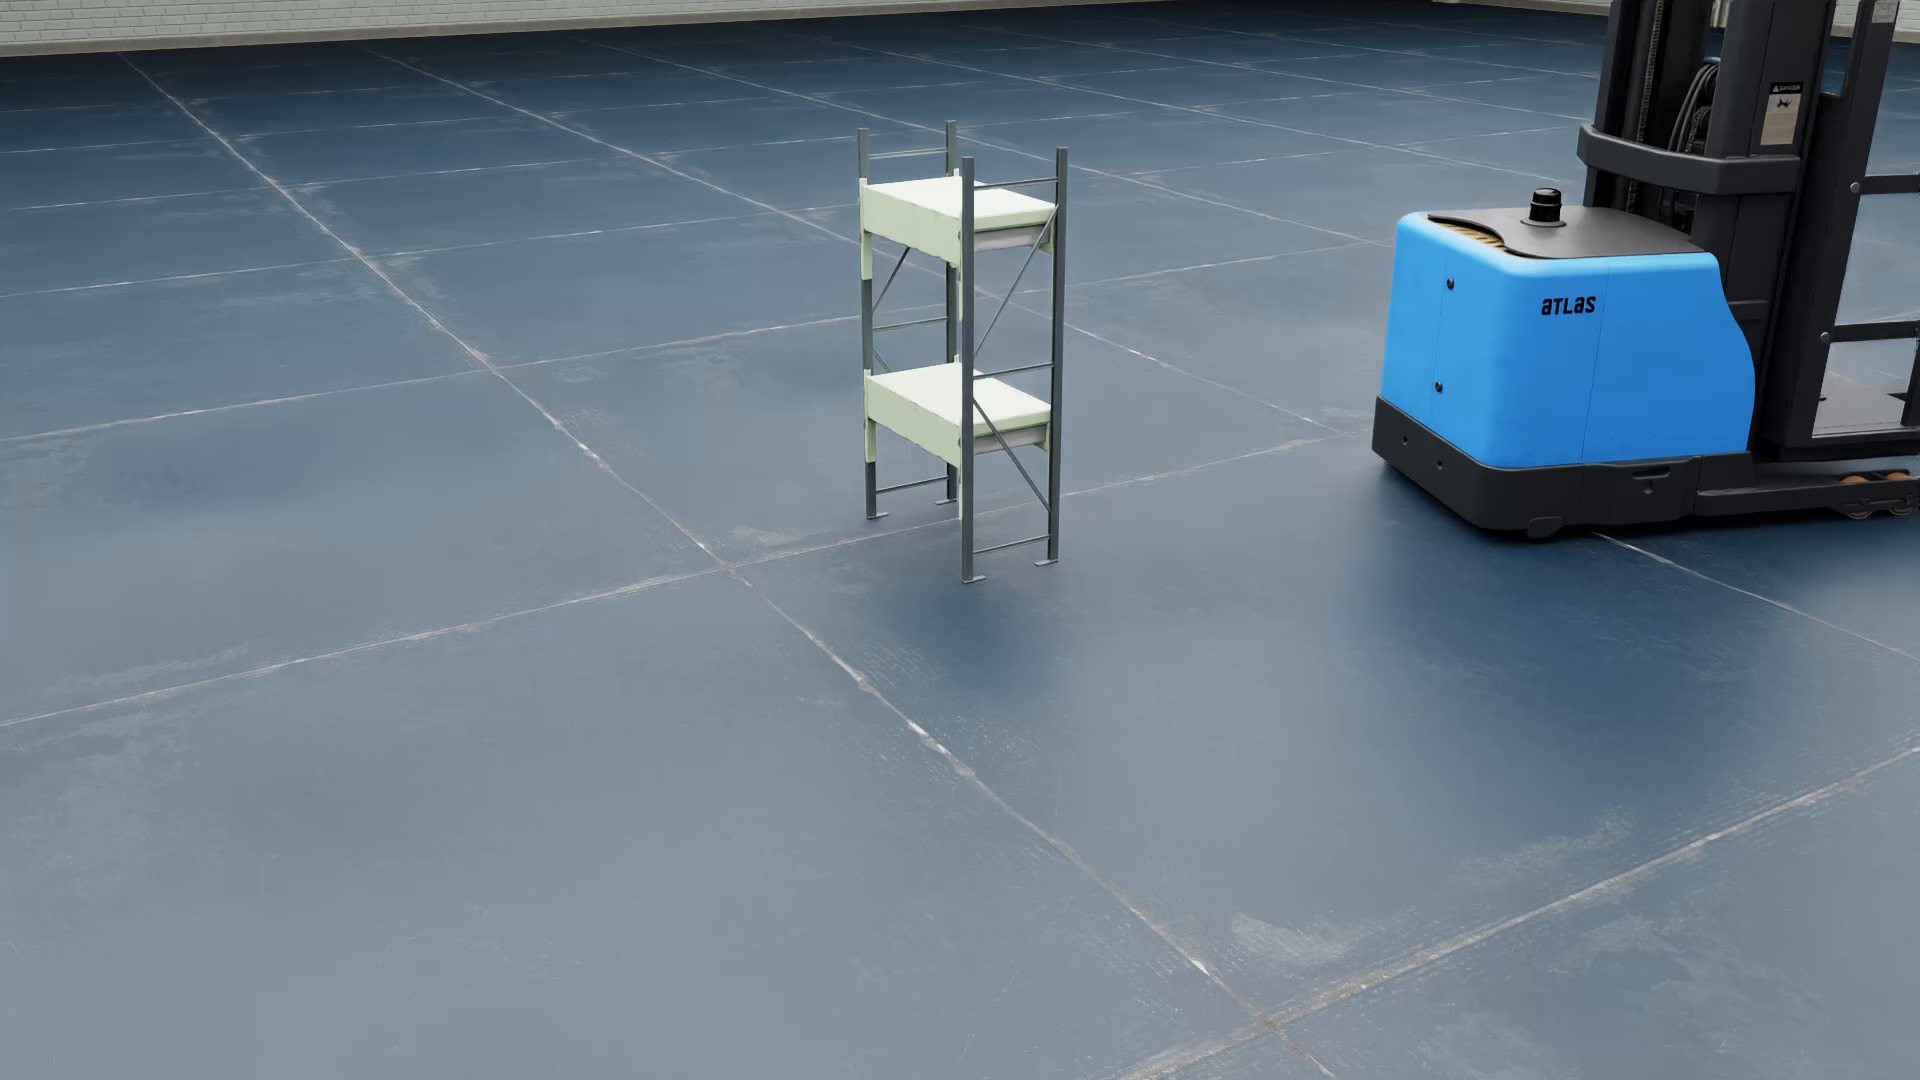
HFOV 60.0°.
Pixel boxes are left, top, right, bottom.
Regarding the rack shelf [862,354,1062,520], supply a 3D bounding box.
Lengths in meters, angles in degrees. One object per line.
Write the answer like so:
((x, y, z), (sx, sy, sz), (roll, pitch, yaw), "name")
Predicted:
((-0.003, -0.395, 6.157), (0.431, 0.370, 0.720), (-13, 25, -28), "rack shelf")

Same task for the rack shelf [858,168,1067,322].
((-0.003, -1.058, 5.887), (0.431, 0.370, 0.720), (-13, 25, -28), "rack shelf")

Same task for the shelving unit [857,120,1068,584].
((-0.003, -0.697, 6.034), (0.431, 1.500, 0.755), (-13, 25, -28), "shelving unit")

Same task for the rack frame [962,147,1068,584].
((0.184, -0.578, 5.743), (0.400, 1.500, 0.023), (-13, 25, -28), "rack frame")

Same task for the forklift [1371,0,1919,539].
((3.320, -1.629, 6.426), (3.031, 2.935, 1.130), (-5, 23, -11), "forklift")

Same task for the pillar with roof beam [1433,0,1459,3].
((5.332, -13.332, 27.162), (9.100, 9.000, 0.400), (-13, 25, -28), "pillar with roof beam")

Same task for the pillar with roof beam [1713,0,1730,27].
((8.397, -11.390, 22.383), (9.100, 9.000, 0.400), (-13, 25, -28), "pillar with roof beam")

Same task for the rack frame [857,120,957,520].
((-0.190, -0.815, 6.326), (0.400, 1.500, 0.023), (-13, 25, -28), "rack frame")
